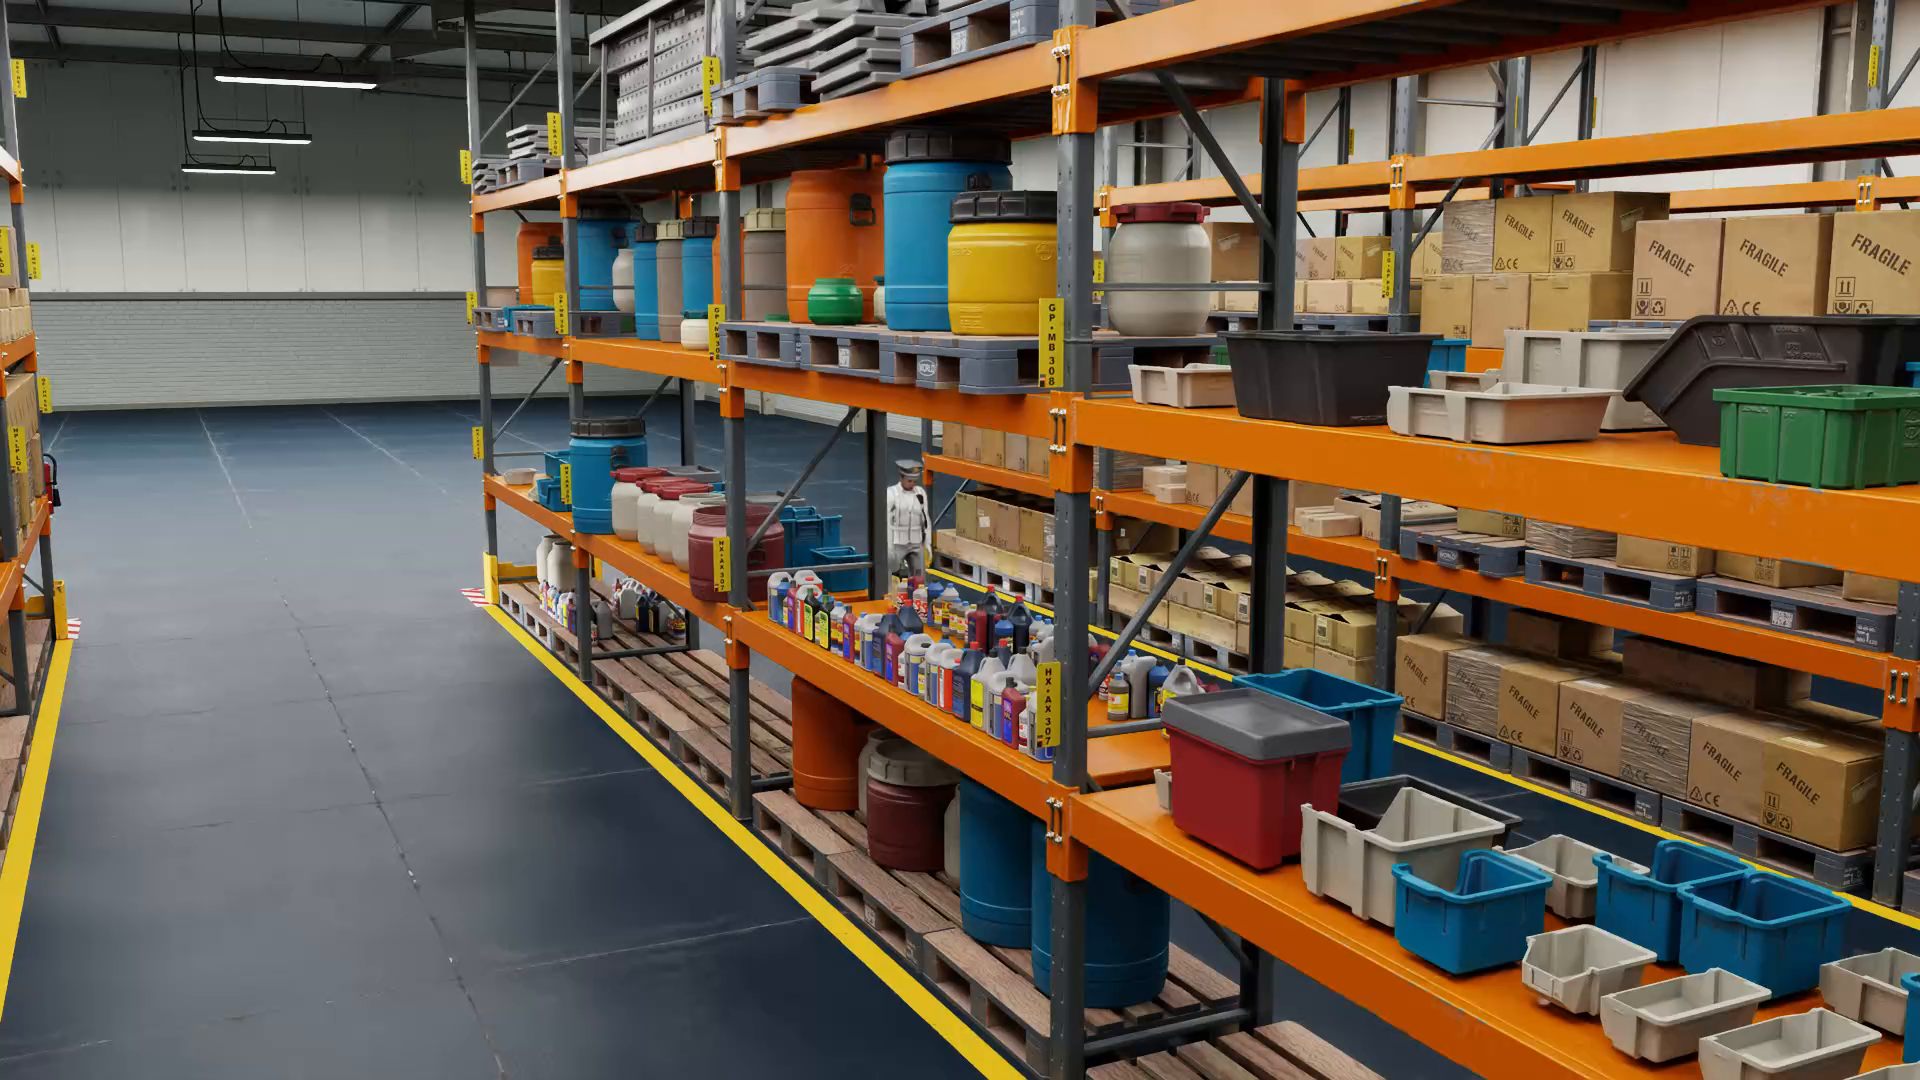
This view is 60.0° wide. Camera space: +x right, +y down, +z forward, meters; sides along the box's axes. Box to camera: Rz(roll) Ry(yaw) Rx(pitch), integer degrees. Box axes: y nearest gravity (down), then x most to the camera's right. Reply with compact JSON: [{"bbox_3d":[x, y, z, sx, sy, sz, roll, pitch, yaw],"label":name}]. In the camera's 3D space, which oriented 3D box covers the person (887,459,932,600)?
[{"bbox_3d":[-0.485,0.077,15.409,0.482,1.654,0.366,-4,9,-25],"label":"person"}]
